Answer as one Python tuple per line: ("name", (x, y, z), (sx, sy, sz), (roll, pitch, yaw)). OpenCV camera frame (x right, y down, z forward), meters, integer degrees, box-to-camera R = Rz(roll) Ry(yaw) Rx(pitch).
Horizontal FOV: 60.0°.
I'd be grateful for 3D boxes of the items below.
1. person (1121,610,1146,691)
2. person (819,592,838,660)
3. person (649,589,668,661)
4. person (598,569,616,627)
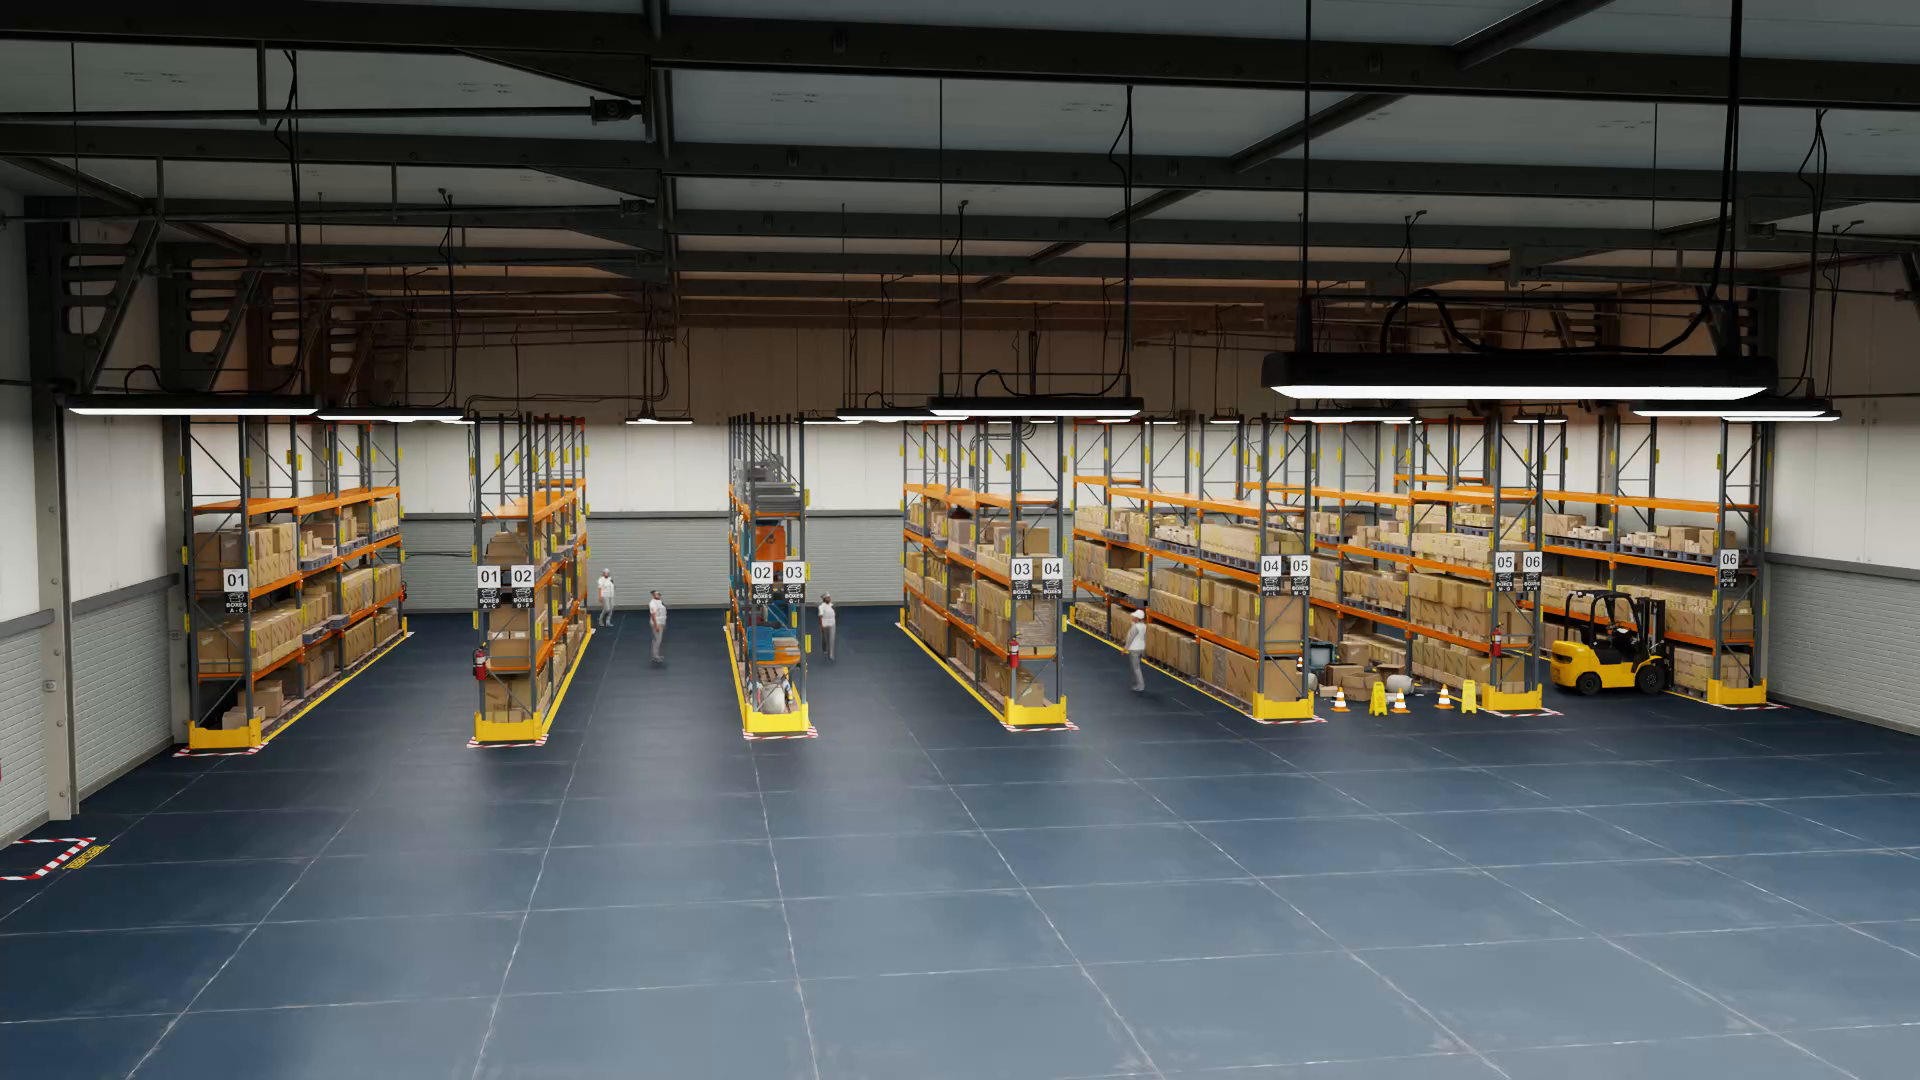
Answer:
("person", (3.793, 2.420, 36.011), (0.550, 1.834, 0.564), (3, 5, 40))
("person", (-3.249, 2.108, 41.027), (0.471, 1.644, 0.928), (0, 4, -5))
("person", (-7.385, 2.090, 40.764), (0.451, 1.817, 0.567), (-1, 4, -10))
("person", (-10.064, 1.649, 47.494), (0.446, 1.667, 0.498), (3, 5, 33))
